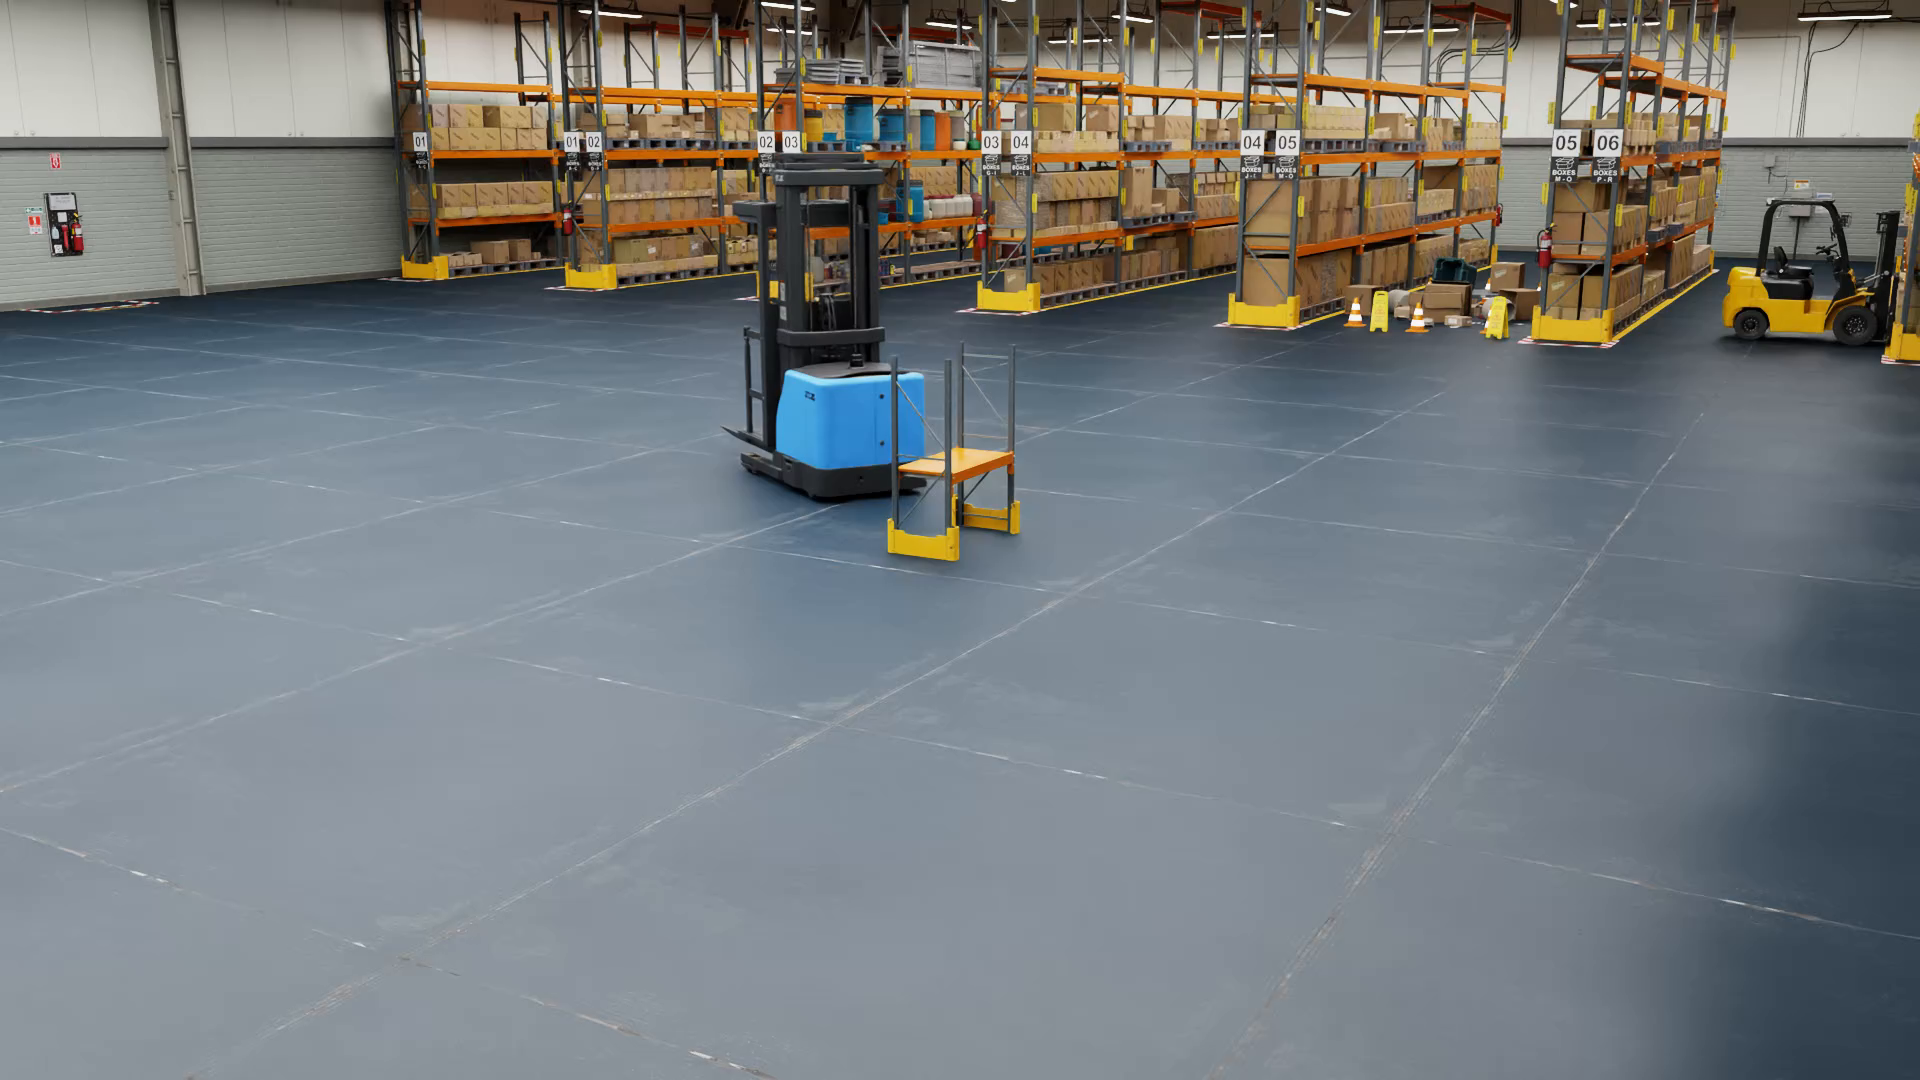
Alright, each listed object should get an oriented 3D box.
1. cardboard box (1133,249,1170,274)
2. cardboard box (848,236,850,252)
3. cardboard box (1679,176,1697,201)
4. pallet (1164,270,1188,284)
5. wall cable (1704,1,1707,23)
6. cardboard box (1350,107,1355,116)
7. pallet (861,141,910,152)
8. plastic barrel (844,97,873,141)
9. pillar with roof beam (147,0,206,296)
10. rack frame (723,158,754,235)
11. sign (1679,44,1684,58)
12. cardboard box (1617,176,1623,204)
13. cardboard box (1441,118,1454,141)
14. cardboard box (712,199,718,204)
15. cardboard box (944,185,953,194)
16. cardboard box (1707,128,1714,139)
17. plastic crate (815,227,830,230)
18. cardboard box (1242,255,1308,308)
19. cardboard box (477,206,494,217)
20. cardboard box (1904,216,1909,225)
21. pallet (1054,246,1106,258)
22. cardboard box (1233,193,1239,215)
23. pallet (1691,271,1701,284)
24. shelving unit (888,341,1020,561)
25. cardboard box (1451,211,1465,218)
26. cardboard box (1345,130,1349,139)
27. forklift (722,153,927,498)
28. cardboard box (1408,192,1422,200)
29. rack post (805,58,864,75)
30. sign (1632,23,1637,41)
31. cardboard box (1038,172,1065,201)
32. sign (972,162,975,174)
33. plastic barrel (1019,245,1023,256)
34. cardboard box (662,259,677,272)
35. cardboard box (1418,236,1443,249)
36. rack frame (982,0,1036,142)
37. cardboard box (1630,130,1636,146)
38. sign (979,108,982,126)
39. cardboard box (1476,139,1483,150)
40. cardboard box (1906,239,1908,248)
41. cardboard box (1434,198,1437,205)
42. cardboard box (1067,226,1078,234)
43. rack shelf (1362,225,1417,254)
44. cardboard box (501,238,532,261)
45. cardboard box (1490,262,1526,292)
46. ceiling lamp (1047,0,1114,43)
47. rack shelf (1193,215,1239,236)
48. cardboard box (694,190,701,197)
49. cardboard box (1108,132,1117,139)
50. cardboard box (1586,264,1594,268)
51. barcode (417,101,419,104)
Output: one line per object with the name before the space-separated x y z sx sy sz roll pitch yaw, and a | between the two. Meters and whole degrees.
cardboard box | 4.165 -6.089 36.284 0.700 0.500 0.500 6 15 23
cardboard box | -2.977 -7.738 43.126 0.500 0.500 0.500 7 15 27
cardboard box | 15.097 -7.351 34.776 0.500 0.500 0.500 8 16 29
pallet | 4.349 -5.829 36.763 1.003 0.211 1.213 7 15 28
wall cable | 18.417 -15.070 43.543 2.355 3.000 0.029 7 15 28
cardboard box | 6.824 -7.653 29.701 0.380 0.149 0.250 8 16 29
pallet | -1.805 -8.293 35.035 1.213 0.211 1.003 7 15 28
plastic barrel | -2.116 -8.800 34.768 0.600 0.901 0.708 7 15 28
pillar with roof beam | -11.699 -8.827 30.446 9.100 9.000 0.400 7 15 28
rack frame | -6.347 -9.849 47.488 1.000 3.000 0.127 7 15 28
sign | 16.788 -11.375 38.686 0.100 0.325 0.005 7 15 28
cardboard box | 10.801 -5.913 28.178 0.700 0.500 0.500 7 15 28
cardboard box | 10.675 -9.229 37.404 0.700 0.500 0.500 7 15 28
cardboard box | -6.915 -9.380 46.034 0.380 0.149 0.250 7 15 26
cardboard box | -0.547 -9.827 47.181 0.500 0.500 0.500 8 15 28
cardboard box | 17.132 -9.399 38.431 0.500 0.250 0.500 6 15 23
plastic crate | -2.761 -6.284 33.261 0.298 0.136 0.250 7 15 28
cardboard box | 5.424 -4.439 28.683 0.875 0.875 0.875 7 15 28
cardboard box | -11.144 -7.600 38.437 0.500 0.250 0.500 7 15 27
cardboard box | 17.732 -5.921 30.833 0.380 0.149 0.250 8 16 29
pallet | 3.236 -7.778 44.845 1.003 0.211 1.213 7 15 28
cardboard box | 6.429 -7.987 39.549 0.500 0.500 0.500 8 16 30
pallet | 15.773 -5.834 36.784 1.003 0.211 1.213 7 15 28
shelving unit | -0.037 -0.713 12.793 0.587 1.500 1.083 7 15 28
cardboard box | 11.378 -7.482 38.204 0.380 0.149 0.250 8 16 30
cardboard box | 6.700 -7.211 29.572 0.380 0.149 0.250 8 16 29
forklift | -1.421 -2.085 15.429 1.130 2.935 3.031 -7 15 -27
cardboard box | 9.542 -7.262 35.126 0.380 0.149 0.250 7 15 27
rack post | -2.566 -9.546 33.589 0.937 0.300 0.954 7 15 27
sign | 12.915 -9.732 31.870 0.100 0.325 0.005 7 15 28
cardboard box | 1.613 -6.567 30.891 0.500 0.500 0.500 7 15 28
sign | 0.401 -10.759 48.117 0.100 0.325 0.005 7 15 28
plastic barrel | 1.354 -7.361 41.578 0.421 0.512 0.421 0 14 0
cardboard box | -6.629 -6.087 36.852 0.500 0.250 0.500 7 15 28
cardboard box | 10.313 -6.541 36.603 0.500 0.250 0.500 7 15 26
rack frame | 0.860 -8.620 29.589 1.000 3.000 0.127 7 15 28
cardboard box | 10.264 -6.286 25.993 0.500 0.250 0.500 7 15 27
sign | 0.384 -7.659 30.115 0.100 0.325 0.005 7 15 28
cardboard box | 11.912 -9.242 38.888 0.500 0.250 0.500 8 16 30
cardboard box | 15.831 -4.900 27.279 0.500 0.250 0.500 8 16 29
cardboard box | 10.179 -7.386 36.274 0.380 0.149 0.250 8 16 30
cardboard box | 2.017 -5.910 31.683 0.380 0.149 0.250 7 15 28
rack shelf | 8.054 -6.002 33.066 1.077 0.370 4.000 7 15 28
cardboard box | -10.681 -6.989 40.019 0.500 0.500 0.500 6 15 24
cardboard box | 9.897 -4.750 30.054 0.500 0.500 0.500 7 15 28
ceiling lamp | 3.411 -16.130 48.285 2.000 3.185 0.800 7 15 28
rack shelf | 5.695 -7.406 38.887 1.077 0.370 4.000 7 15 28
cardboard box | -6.065 -7.827 37.502 0.380 0.149 0.250 7 15 26
cardboard box | 2.890 -8.004 32.903 0.380 0.149 0.250 8 16 30
cardboard box | 10.460 -4.678 28.026 0.380 0.149 0.250 8 16 31
barcode | -12.242 -9.874 37.564 0.001 0.075 0.075 7 15 28
